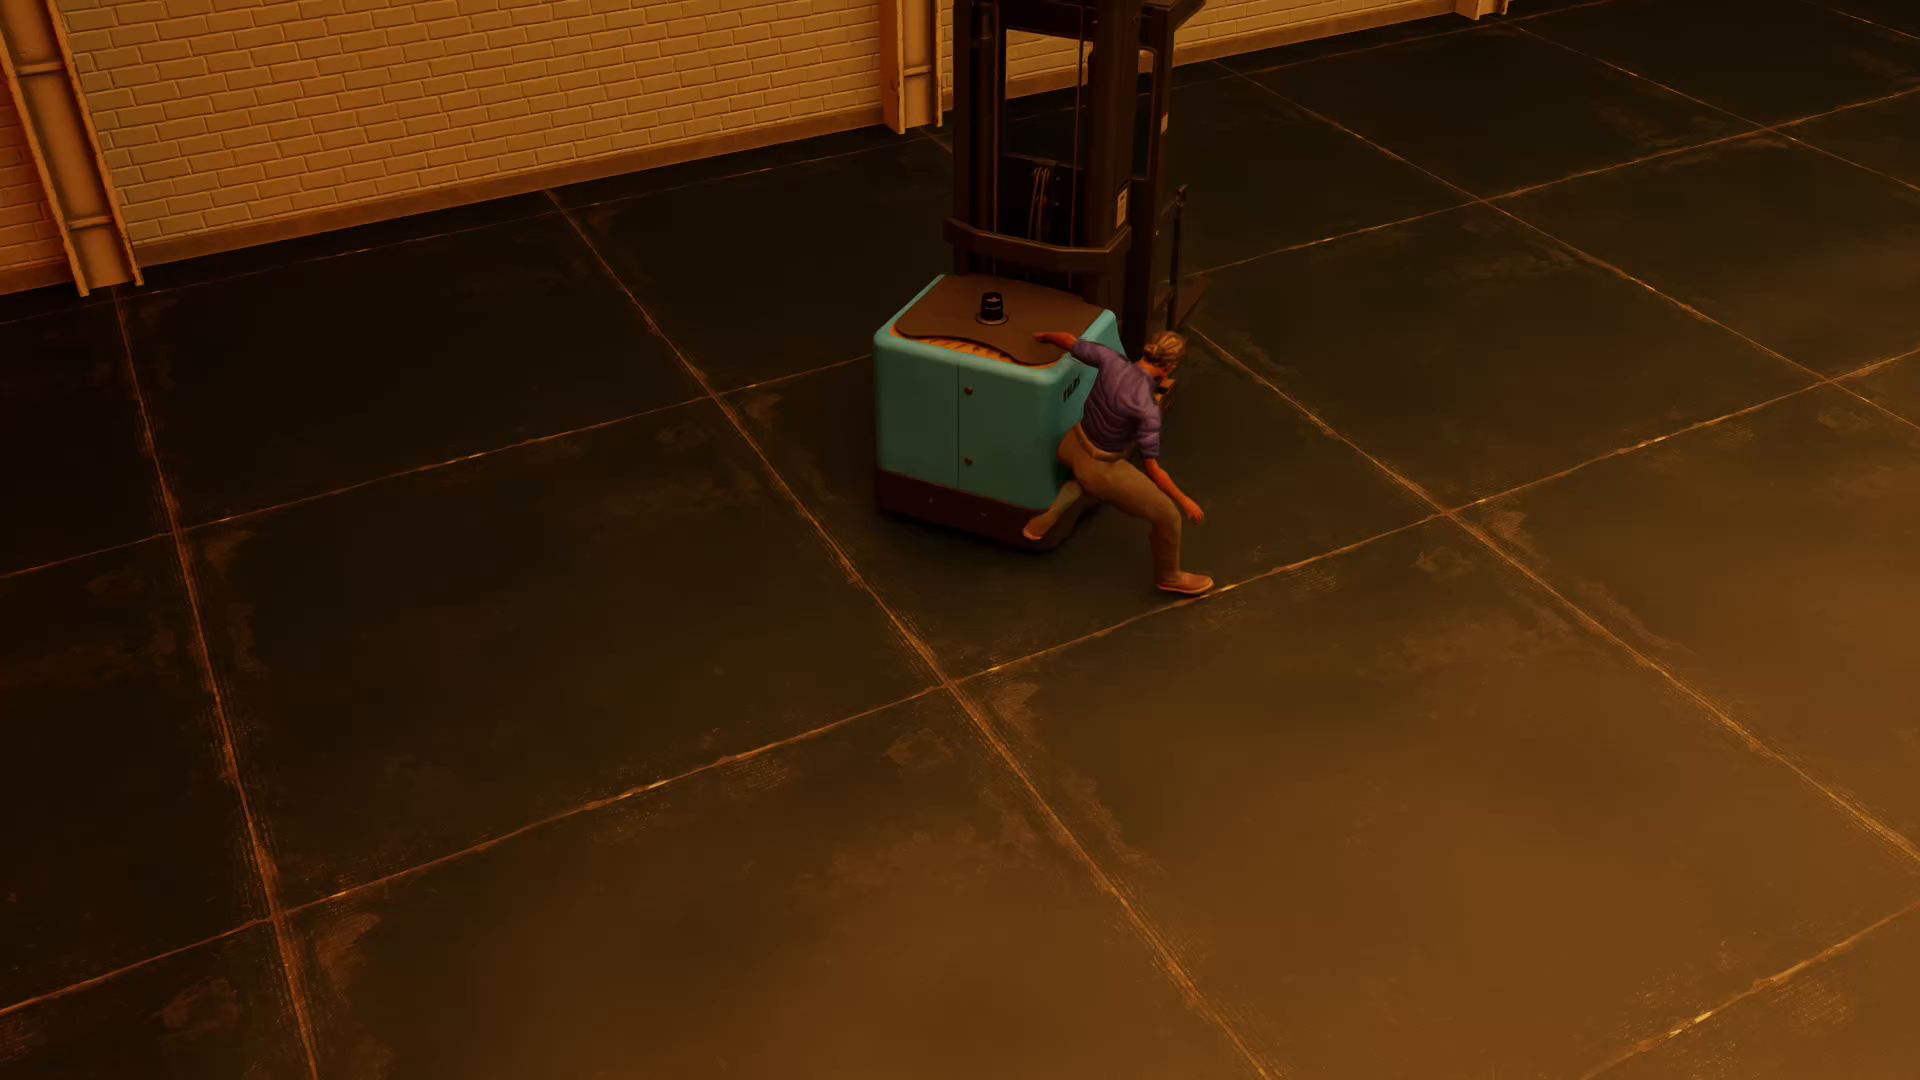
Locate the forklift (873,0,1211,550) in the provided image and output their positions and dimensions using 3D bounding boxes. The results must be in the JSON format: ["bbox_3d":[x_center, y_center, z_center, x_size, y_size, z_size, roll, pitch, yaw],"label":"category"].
[{"bbox_3d":[0.644,-1.984,8.930,1.130,2.935,3.031,16,38,21],"label":"forklift"}]

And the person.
[{"bbox_3d":[0.721,-0.441,8.091,0.751,1.387,1.097,-15,38,-20],"label":"person"}]
